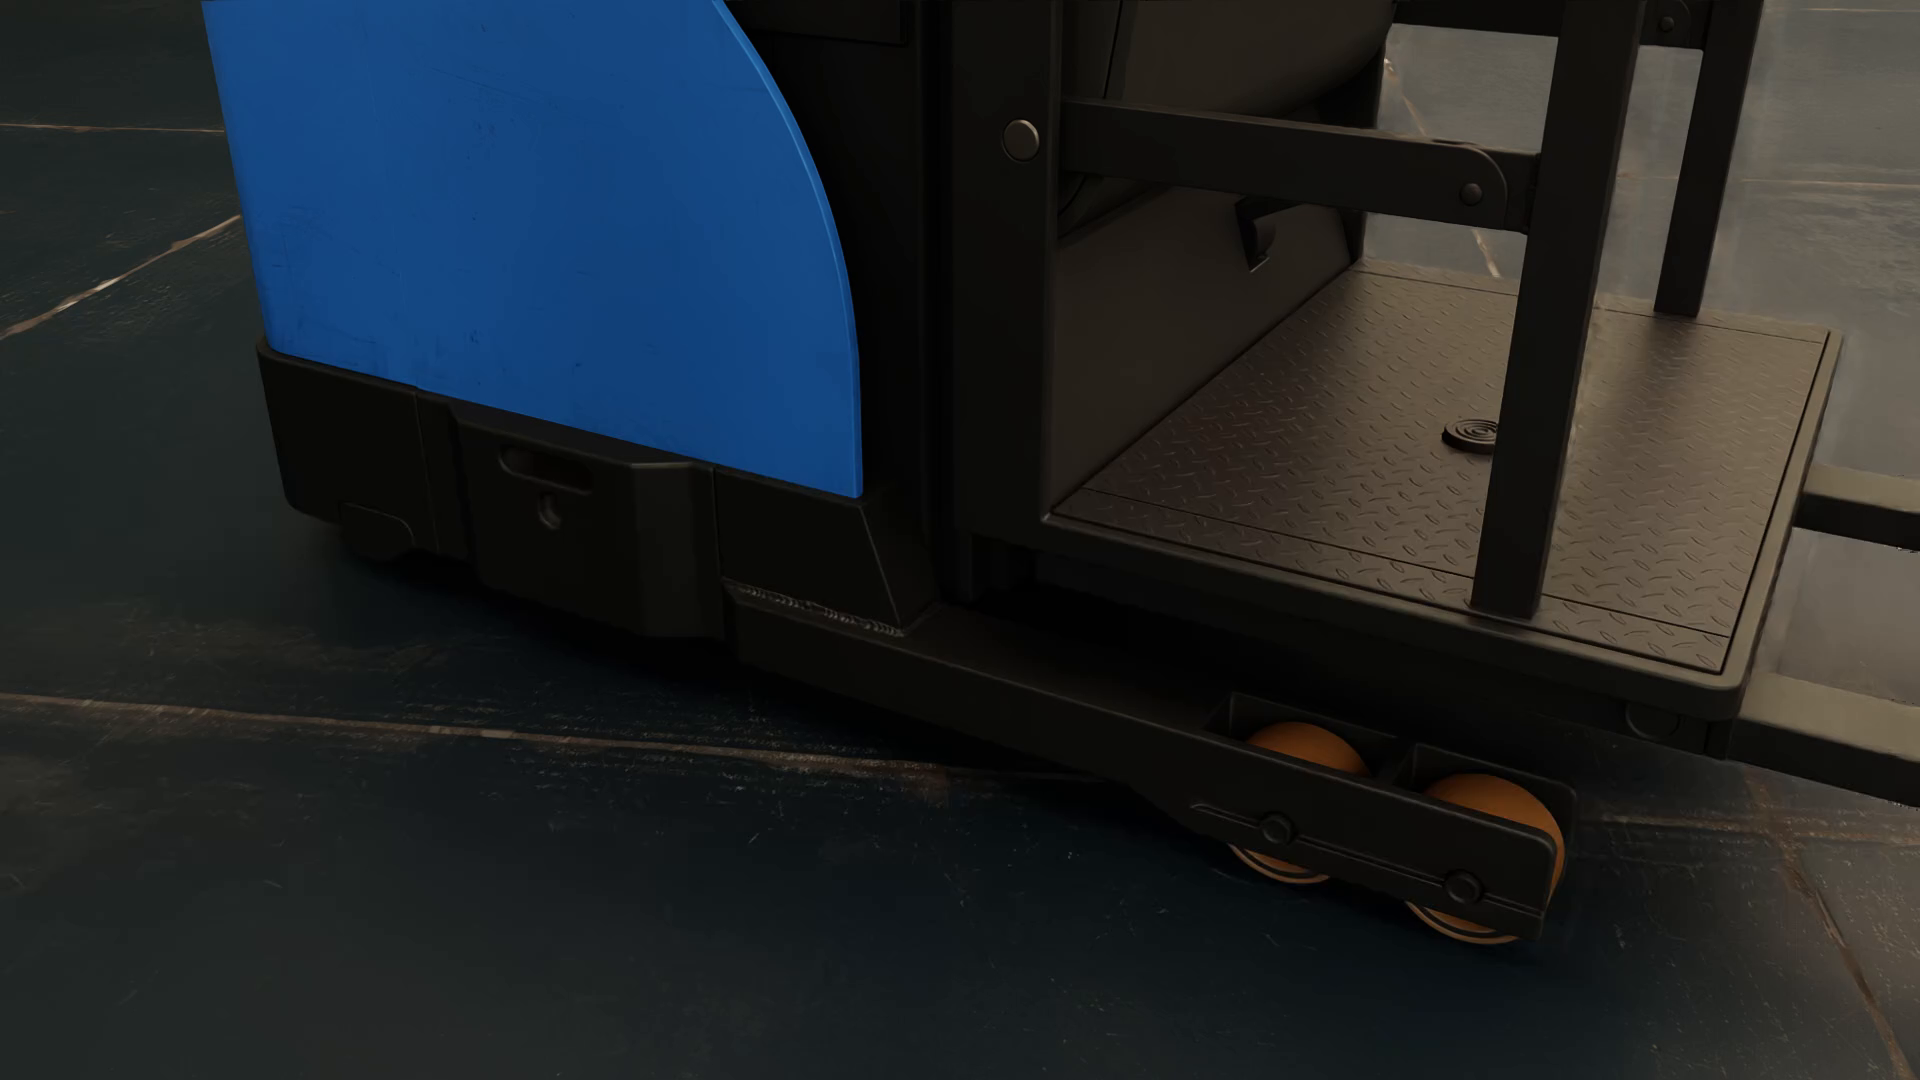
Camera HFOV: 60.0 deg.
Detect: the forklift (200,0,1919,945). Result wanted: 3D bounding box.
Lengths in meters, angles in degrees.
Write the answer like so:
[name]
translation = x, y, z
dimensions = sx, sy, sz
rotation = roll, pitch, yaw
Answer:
[forklift]
translation = 0.529, -1.176, 1.574
dimensions = 3.031, 2.935, 1.130
rotation = 14, 30, 26
